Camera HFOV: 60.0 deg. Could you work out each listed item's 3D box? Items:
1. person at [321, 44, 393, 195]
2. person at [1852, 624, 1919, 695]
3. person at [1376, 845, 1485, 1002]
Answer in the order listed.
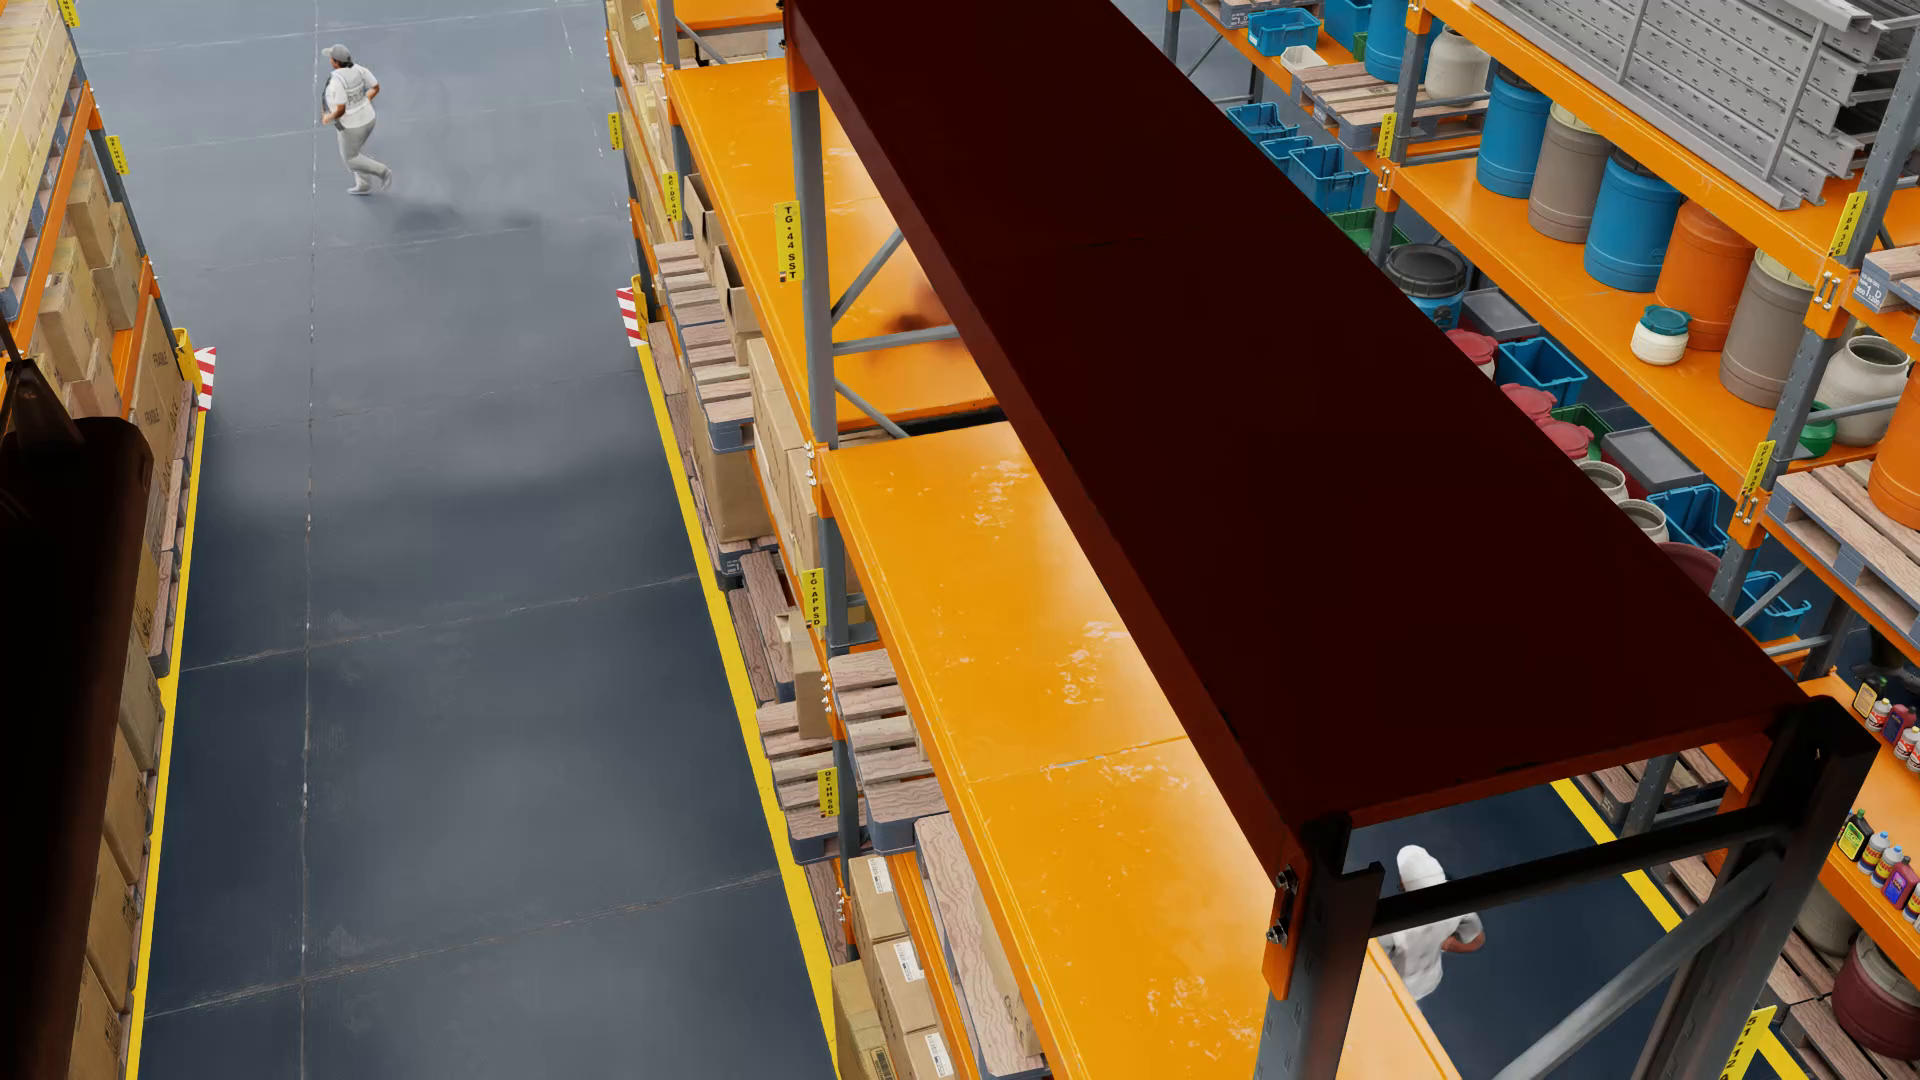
[{"bbox_3d":[-6.096,-4.226,16.872,0.694,1.644,0.607,12,40,15],"label":"person"},{"bbox_3d":[6.472,0.302,11.023,0.685,1.826,0.776,-17,41,-20],"label":"person"},{"bbox_3d":[2.145,2.125,8.274,0.634,1.767,0.544,-16,41,-20],"label":"person"}]
